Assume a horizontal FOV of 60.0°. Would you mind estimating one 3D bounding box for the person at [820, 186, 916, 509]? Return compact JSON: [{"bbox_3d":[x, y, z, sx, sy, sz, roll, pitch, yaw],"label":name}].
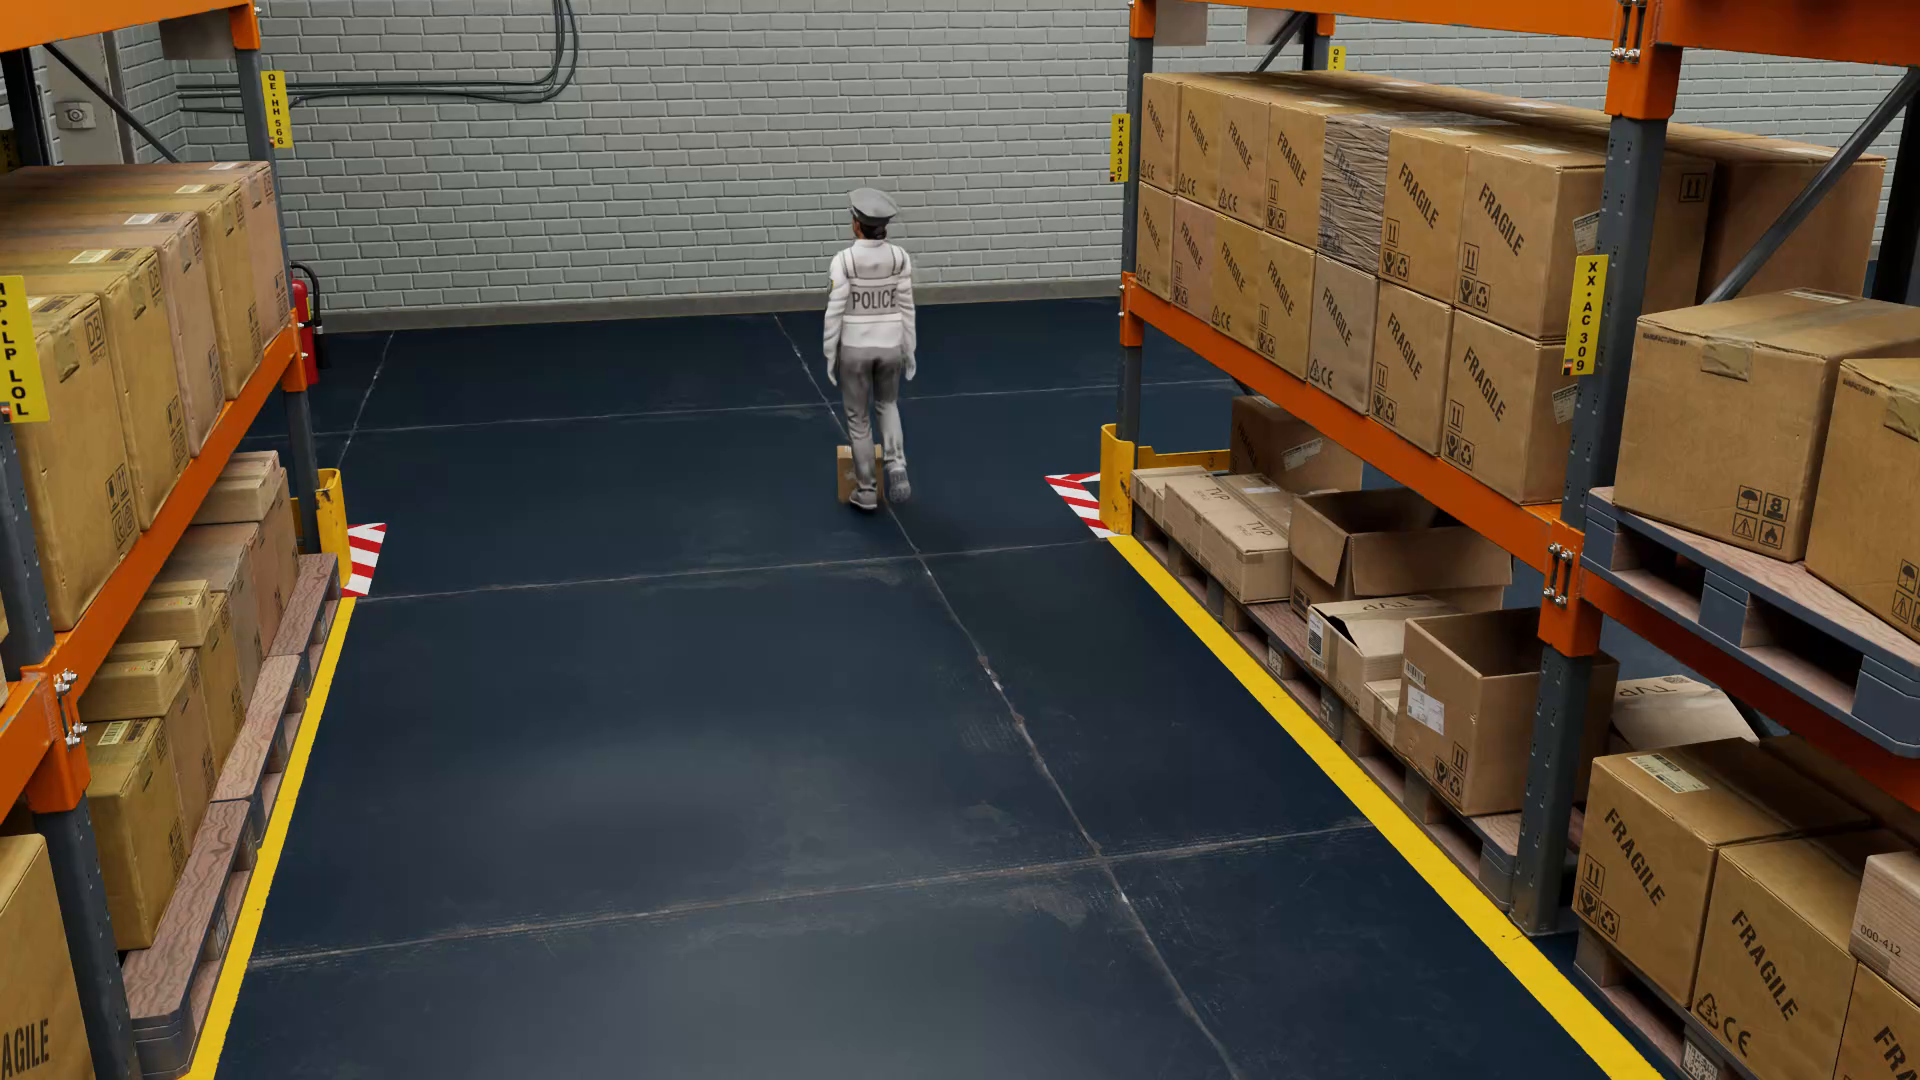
[{"bbox_3d":[-0.502,-1.002,8.750,0.505,1.703,0.432,-8,21,-21],"label":"person"}]
